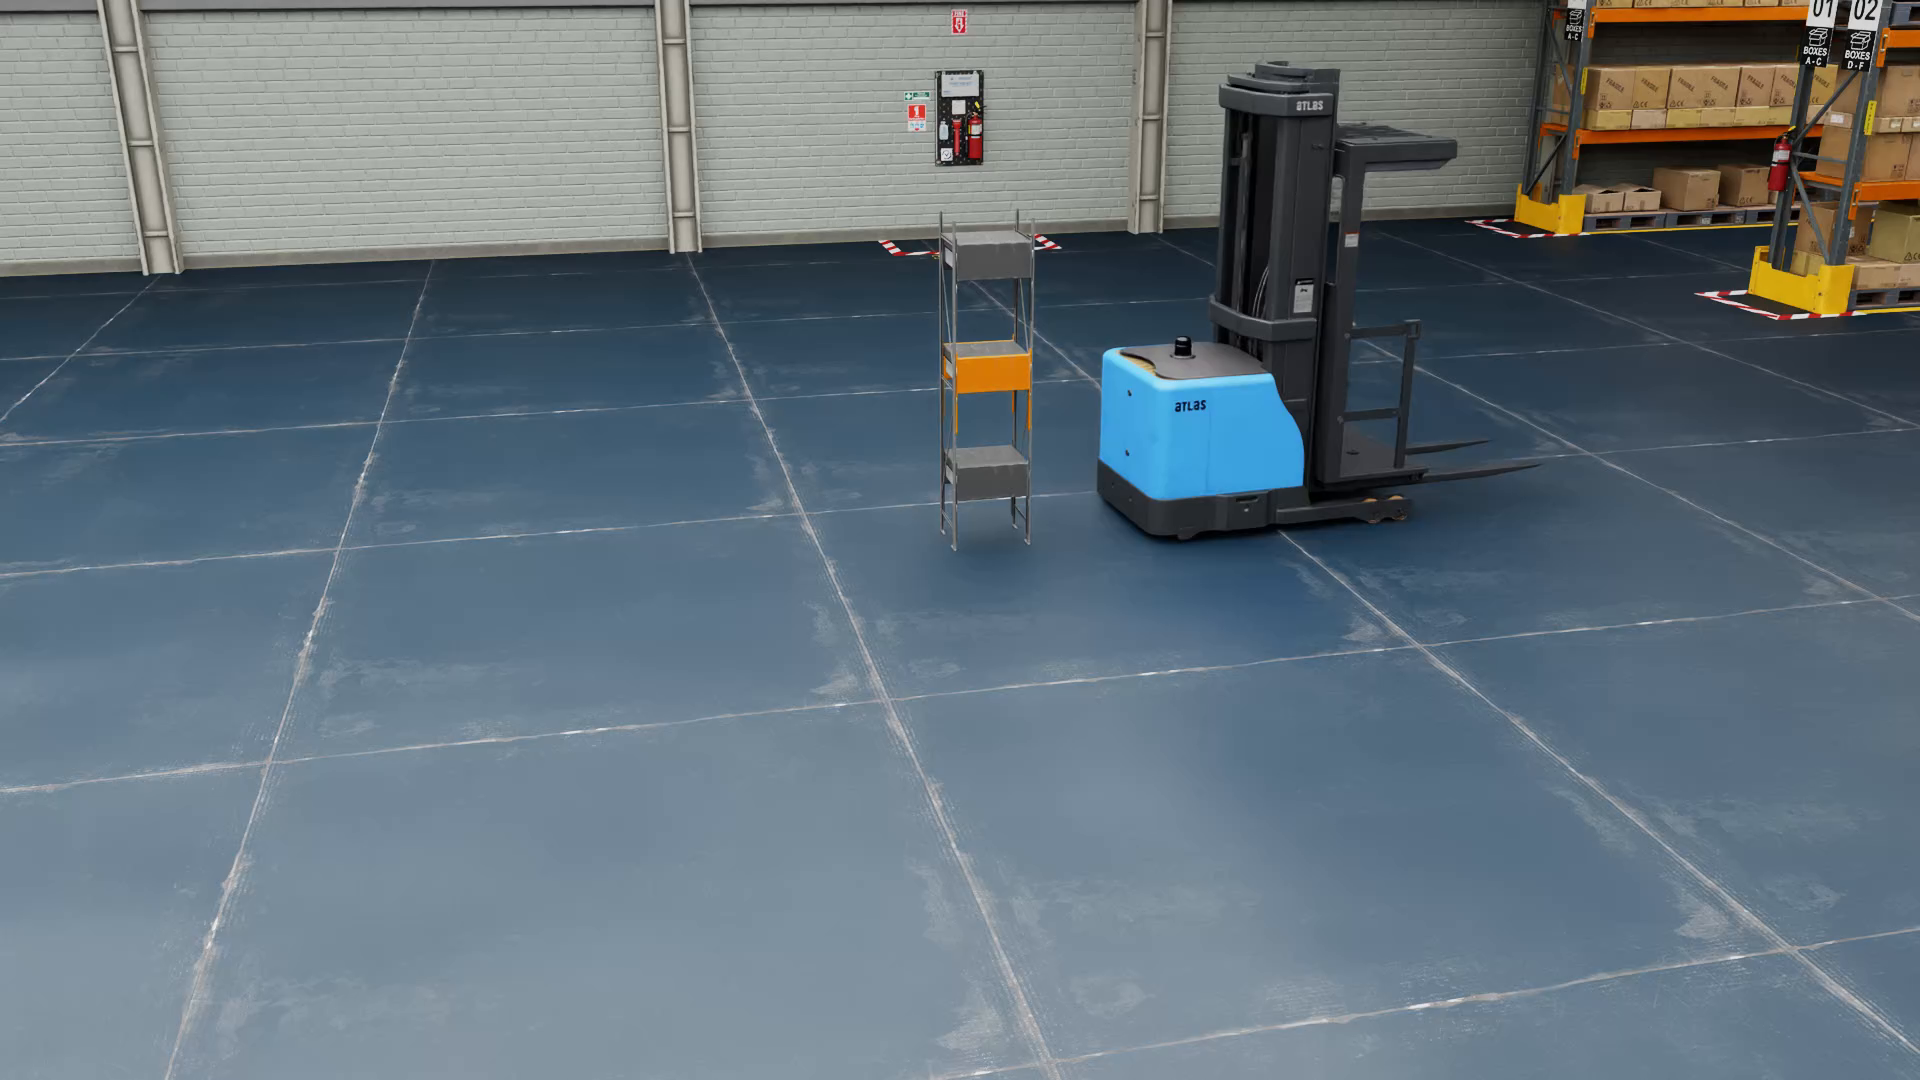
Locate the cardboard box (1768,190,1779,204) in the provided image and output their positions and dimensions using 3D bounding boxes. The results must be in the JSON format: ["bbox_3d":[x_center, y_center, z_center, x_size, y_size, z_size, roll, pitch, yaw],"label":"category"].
[{"bbox_3d":[11.171,-4.743,22.881,0.250,0.166,0.380,-7,21,-20],"label":"cardboard box"}]

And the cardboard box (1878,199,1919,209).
[{"bbox_3d":[10.358,-3.429,18.111,0.500,0.500,0.500,-5,21,-12],"label":"cardboard box"}]

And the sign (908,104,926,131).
[{"bbox_3d":[-0.541,-5.297,20.863,0.234,0.329,0.001,-5,21,-12],"label":"sign"}]

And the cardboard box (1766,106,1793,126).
[{"bbox_3d":[10.806,-5.683,22.155,0.500,0.250,0.500,-5,21,-12],"label":"cardboard box"}]

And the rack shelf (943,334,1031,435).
[{"bbox_3d":[0.161,-0.986,10.494,0.480,0.518,0.431,-5,21,-12],"label":"rack shelf"}]

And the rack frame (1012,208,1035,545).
[{"bbox_3d":[0.399,-1.018,10.542,0.015,2.100,0.400,-5,21,-12],"label":"rack frame"}]

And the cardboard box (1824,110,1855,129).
[{"bbox_3d":[9.263,-4.390,17.350,0.250,0.149,0.380,-5,21,-13],"label":"cardboard box"}]

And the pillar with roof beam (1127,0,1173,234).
[{"bbox_3d":[3.426,-6.849,16.428,0.400,9.000,9.100,-5,21,-12],"label":"pillar with roof beam"}]

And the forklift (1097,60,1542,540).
[{"bbox_3d":[2.522,-1.653,11.065,3.031,2.935,1.130,-6,21,-16],"label":"forklift"}]

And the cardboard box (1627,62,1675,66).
[{"bbox_3d":[9.196,-6.081,22.153,0.500,0.500,0.500,-5,21,-14],"label":"cardboard box"}]

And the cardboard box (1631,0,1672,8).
[{"bbox_3d":[8.706,-7.041,21.139,0.500,0.500,0.500,-3,20,-9],"label":"cardboard box"}]

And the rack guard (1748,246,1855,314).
[{"bbox_3d":[8.912,-2.769,17.647,0.348,0.500,1.175,-5,21,-12],"label":"rack guard"}]

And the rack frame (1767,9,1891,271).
[{"bbox_3d":[8.935,-3.945,17.222,0.127,3.000,1.000,-5,21,-12],"label":"rack frame"}]

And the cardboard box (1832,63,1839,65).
[{"bbox_3d":[12.188,-6.202,22.598,0.500,0.500,0.700,-5,21,-12],"label":"cardboard box"}]

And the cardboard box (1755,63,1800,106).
[{"bbox_3d":[10.811,-6.028,22.008,0.500,0.500,0.500,-5,21,-13],"label":"cardboard box"}]

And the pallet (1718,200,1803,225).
[{"bbox_3d":[11.039,-4.545,22.915,1.213,0.211,1.003,-5,21,-12],"label":"pallet"}]

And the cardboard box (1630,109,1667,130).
[{"bbox_3d":[8.842,-5.520,21.711,0.500,0.250,0.500,-5,21,-14],"label":"cardboard box"}]

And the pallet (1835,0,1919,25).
[{"bbox_3d":[9.629,-5.359,16.851,1.213,0.211,1.003,-5,21,-12],"label":"pallet"}]

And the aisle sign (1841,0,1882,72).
[{"bbox_3d":[8.942,-5.058,16.481,0.004,0.787,0.394,-5,21,-12],"label":"aisle sign"}]

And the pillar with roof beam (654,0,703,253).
[{"bbox_3d":[-2.413,-6.374,15.131,0.400,9.000,9.100,-5,21,-12],"label":"pillar with roof beam"}]

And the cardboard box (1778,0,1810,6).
[{"bbox_3d":[10.755,-7.226,21.643,0.500,0.500,0.500,-6,21,-17],"label":"cardboard box"}]

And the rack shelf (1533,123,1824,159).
[{"bbox_3d":[9.738,-5.423,22.304,4.000,0.370,1.077,-5,21,-12],"label":"rack shelf"}]

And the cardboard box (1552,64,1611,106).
[{"bbox_3d":[8.202,-6.002,21.938,0.500,0.500,0.500,-5,21,-13],"label":"cardboard box"}]

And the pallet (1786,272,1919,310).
[{"bbox_3d":[9.670,-2.710,17.906,1.213,0.211,1.003,-5,21,-12],"label":"pallet"}]

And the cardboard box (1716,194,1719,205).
[{"bbox_3d":[10.123,-4.667,22.700,0.250,0.149,0.380,-6,21,-17],"label":"cardboard box"}]

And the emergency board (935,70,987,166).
[{"bbox_3d":[0.021,-5.290,20.894,0.643,1.169,0.194,-5,21,-12],"label":"emergency board"}]

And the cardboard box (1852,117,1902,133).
[{"bbox_3d":[9.367,-4.255,16.982,0.250,0.149,0.380,-5,21,-13],"label":"cardboard box"}]

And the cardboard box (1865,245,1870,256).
[{"bbox_3d":[9.873,-3.036,18.128,0.500,0.250,0.500,-5,21,-12],"label":"cardboard box"}]

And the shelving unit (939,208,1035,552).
[{"bbox_3d":[0.161,-0.999,10.489,0.503,2.100,0.431,-5,21,-12],"label":"shelving unit"}]

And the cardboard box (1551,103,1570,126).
[{"bbox_3d":[8.202,-5.643,22.049,0.500,0.250,0.500,-4,21,-12],"label":"cardboard box"}]

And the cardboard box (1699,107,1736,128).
[{"bbox_3d":[9.831,-5.597,21.923,0.500,0.250,0.500,-4,21,-12],"label":"cardboard box"}]

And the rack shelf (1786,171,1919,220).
[{"bbox_3d":[10.882,-3.765,17.778,4.000,0.370,1.077,-5,21,-12],"label":"rack shelf"}]

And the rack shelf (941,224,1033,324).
[{"bbox_3d":[0.161,-1.644,10.253,0.480,0.518,0.431,-5,21,-12],"label":"rack shelf"}]

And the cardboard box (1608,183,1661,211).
[{"bbox_3d":[9.041,-4.616,22.325,0.500,0.311,0.500,-3,20,-8],"label":"cardboard box"}]

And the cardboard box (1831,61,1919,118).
[{"bbox_3d":[9.444,-4.638,17.083,0.500,0.500,0.700,-5,21,-12],"label":"cardboard box"}]

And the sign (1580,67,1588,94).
[{"bbox_3d":[7.917,-5.827,21.104,0.005,0.325,0.100,-5,21,-12],"label":"sign"}]

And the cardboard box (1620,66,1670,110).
[{"bbox_3d":[8.809,-5.867,21.568,0.500,0.500,0.500,-5,21,-12],"label":"cardboard box"}]

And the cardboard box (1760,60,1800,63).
[{"bbox_3d":[11.179,-6.243,22.595,0.500,0.500,0.500,-5,21,-14],"label":"cardboard box"}]

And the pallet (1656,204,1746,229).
[{"bbox_3d":[9.849,-4.447,22.648,1.213,0.211,1.003,-5,21,-12],"label":"pallet"}]

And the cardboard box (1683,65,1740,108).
[{"bbox_3d":[9.813,-5.950,21.796,0.500,0.500,0.500,-4,20,-11],"label":"cardboard box"}]

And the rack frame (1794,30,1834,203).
[{"bbox_3d":[11.684,-5.919,22.613,0.127,3.000,1.000,-5,21,-12],"label":"rack frame"}]

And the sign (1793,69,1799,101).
[{"bbox_3d":[8.824,-4.782,17.481,0.005,0.325,0.100,-5,21,-12],"label":"sign"}]

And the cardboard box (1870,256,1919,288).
[{"bbox_3d":[9.994,-2.860,17.647,0.500,0.250,0.500,-5,21,-12],"label":"cardboard box"}]

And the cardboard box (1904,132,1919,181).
[{"bbox_3d":[9.903,-4.068,17.412,0.500,0.500,0.700,-4,21,-11],"label":"cardboard box"}]

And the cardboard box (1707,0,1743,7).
[{"bbox_3d":[9.726,-7.133,21.390,0.500,0.500,0.500,-3,20,-9],"label":"cardboard box"}]

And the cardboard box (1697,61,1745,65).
[{"bbox_3d":[10.188,-6.166,22.384,0.500,0.500,0.500,-4,21,-11],"label":"cardboard box"}]

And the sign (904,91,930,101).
[{"bbox_3d":[-0.534,-5.544,20.765,0.331,0.109,0.001,-5,21,-12],"label":"sign"}]
